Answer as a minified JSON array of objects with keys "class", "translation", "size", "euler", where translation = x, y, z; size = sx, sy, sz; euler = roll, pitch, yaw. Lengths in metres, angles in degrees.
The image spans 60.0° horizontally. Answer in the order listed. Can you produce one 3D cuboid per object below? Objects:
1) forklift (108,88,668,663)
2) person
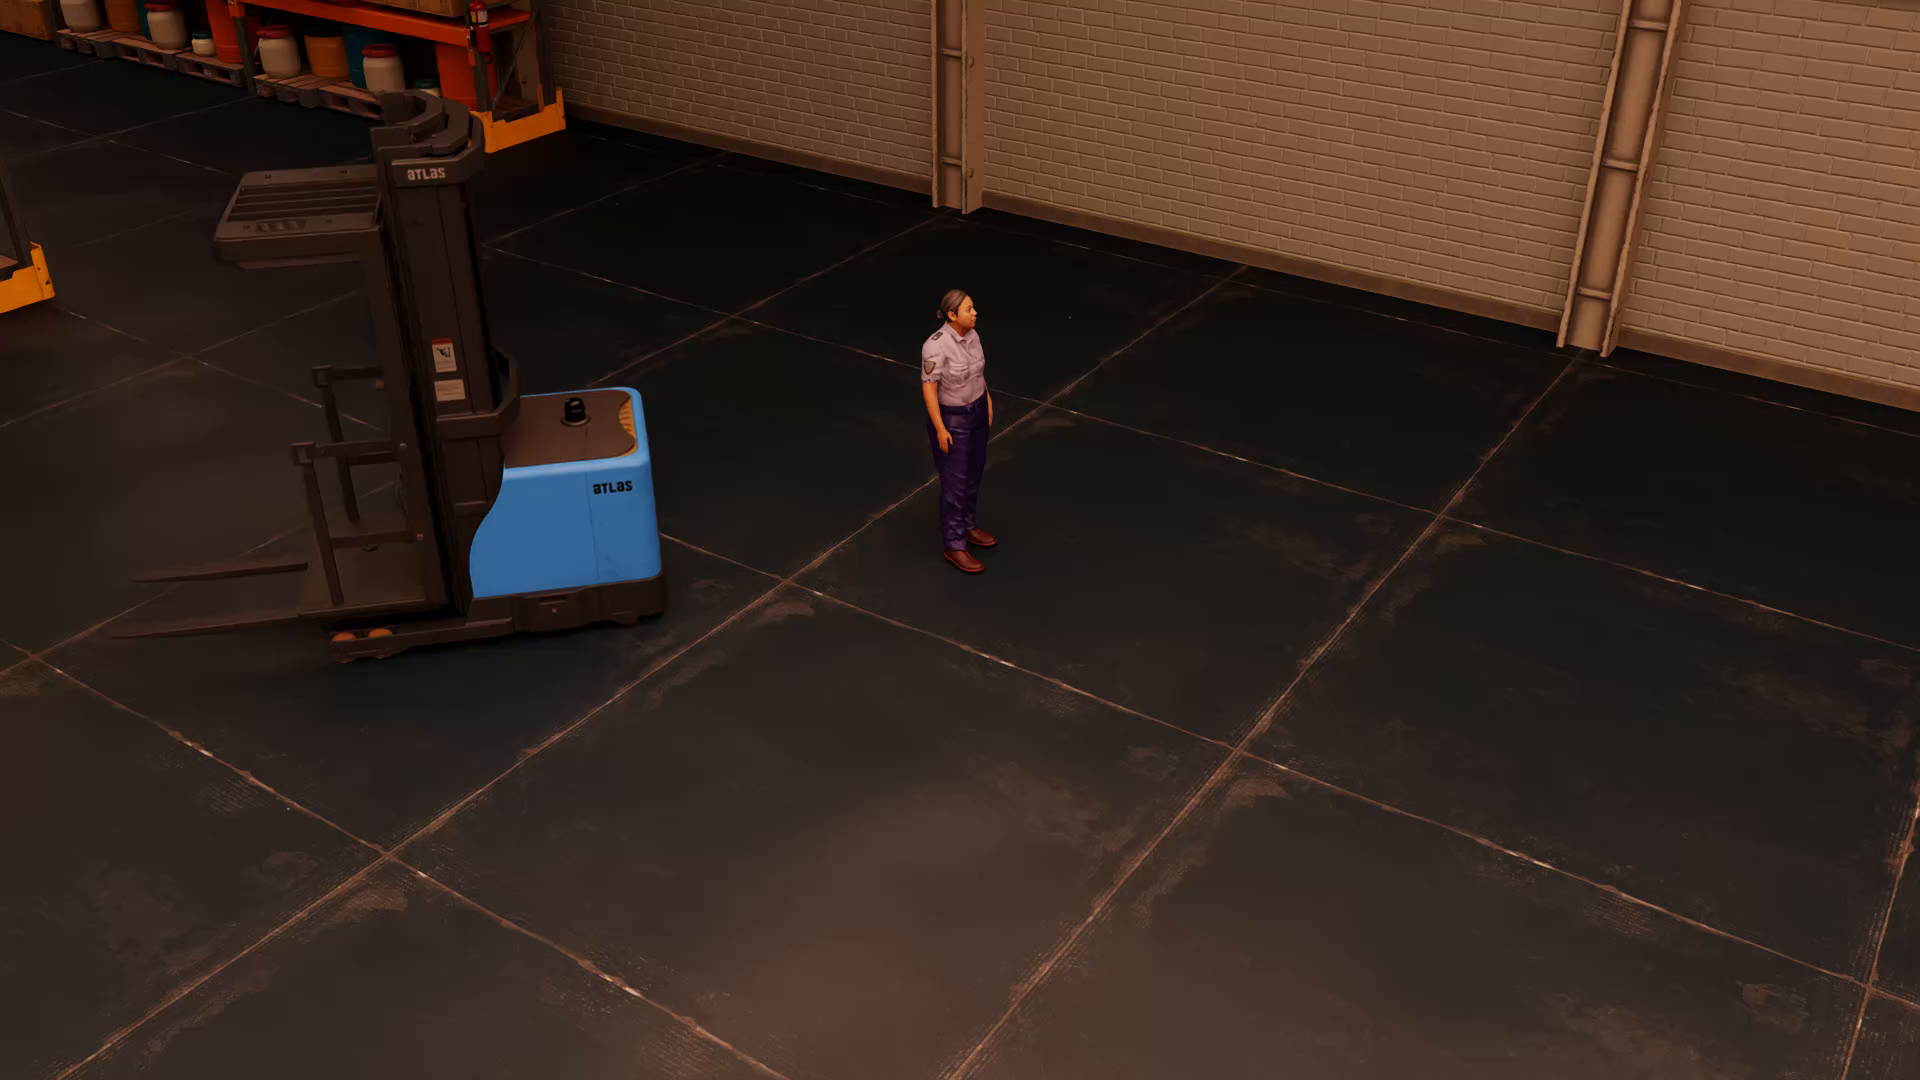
[{"class":"forklift","translation":[-3.278,-0.871,9.082],"size":[3.031,2.935,1.130],"euler":[-6,31,-11]},{"class":"person","translation":[0.061,-0.685,10.023],"size":[0.503,1.651,0.598],"euler":[19,35,29]}]
